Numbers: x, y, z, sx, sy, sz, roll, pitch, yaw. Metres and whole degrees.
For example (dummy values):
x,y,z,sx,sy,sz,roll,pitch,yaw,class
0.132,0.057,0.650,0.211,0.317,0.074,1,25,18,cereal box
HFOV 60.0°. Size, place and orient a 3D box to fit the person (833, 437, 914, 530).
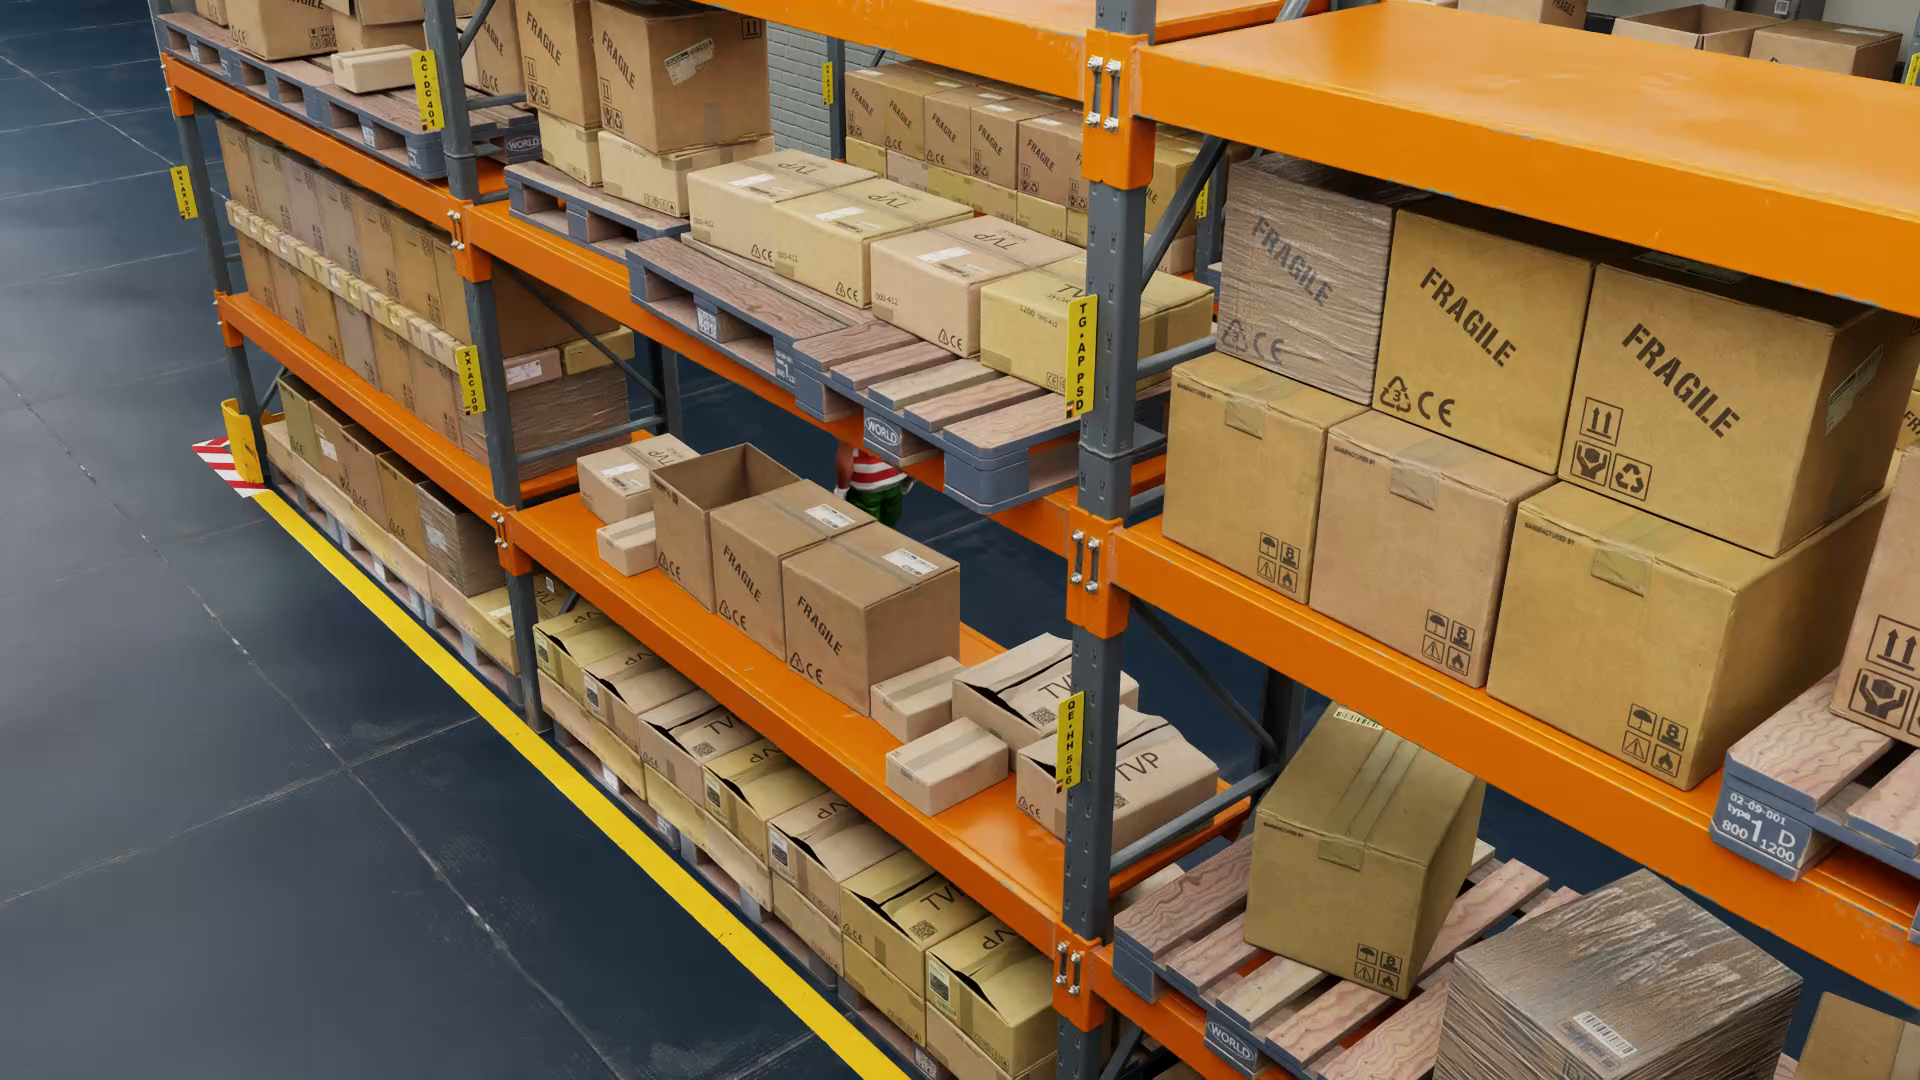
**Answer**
x,y,z,sx,sy,sz,roll,pitch,yaw,class
-0.518,-0.349,9.255,0.539,1.795,0.605,-21,35,-34,person
